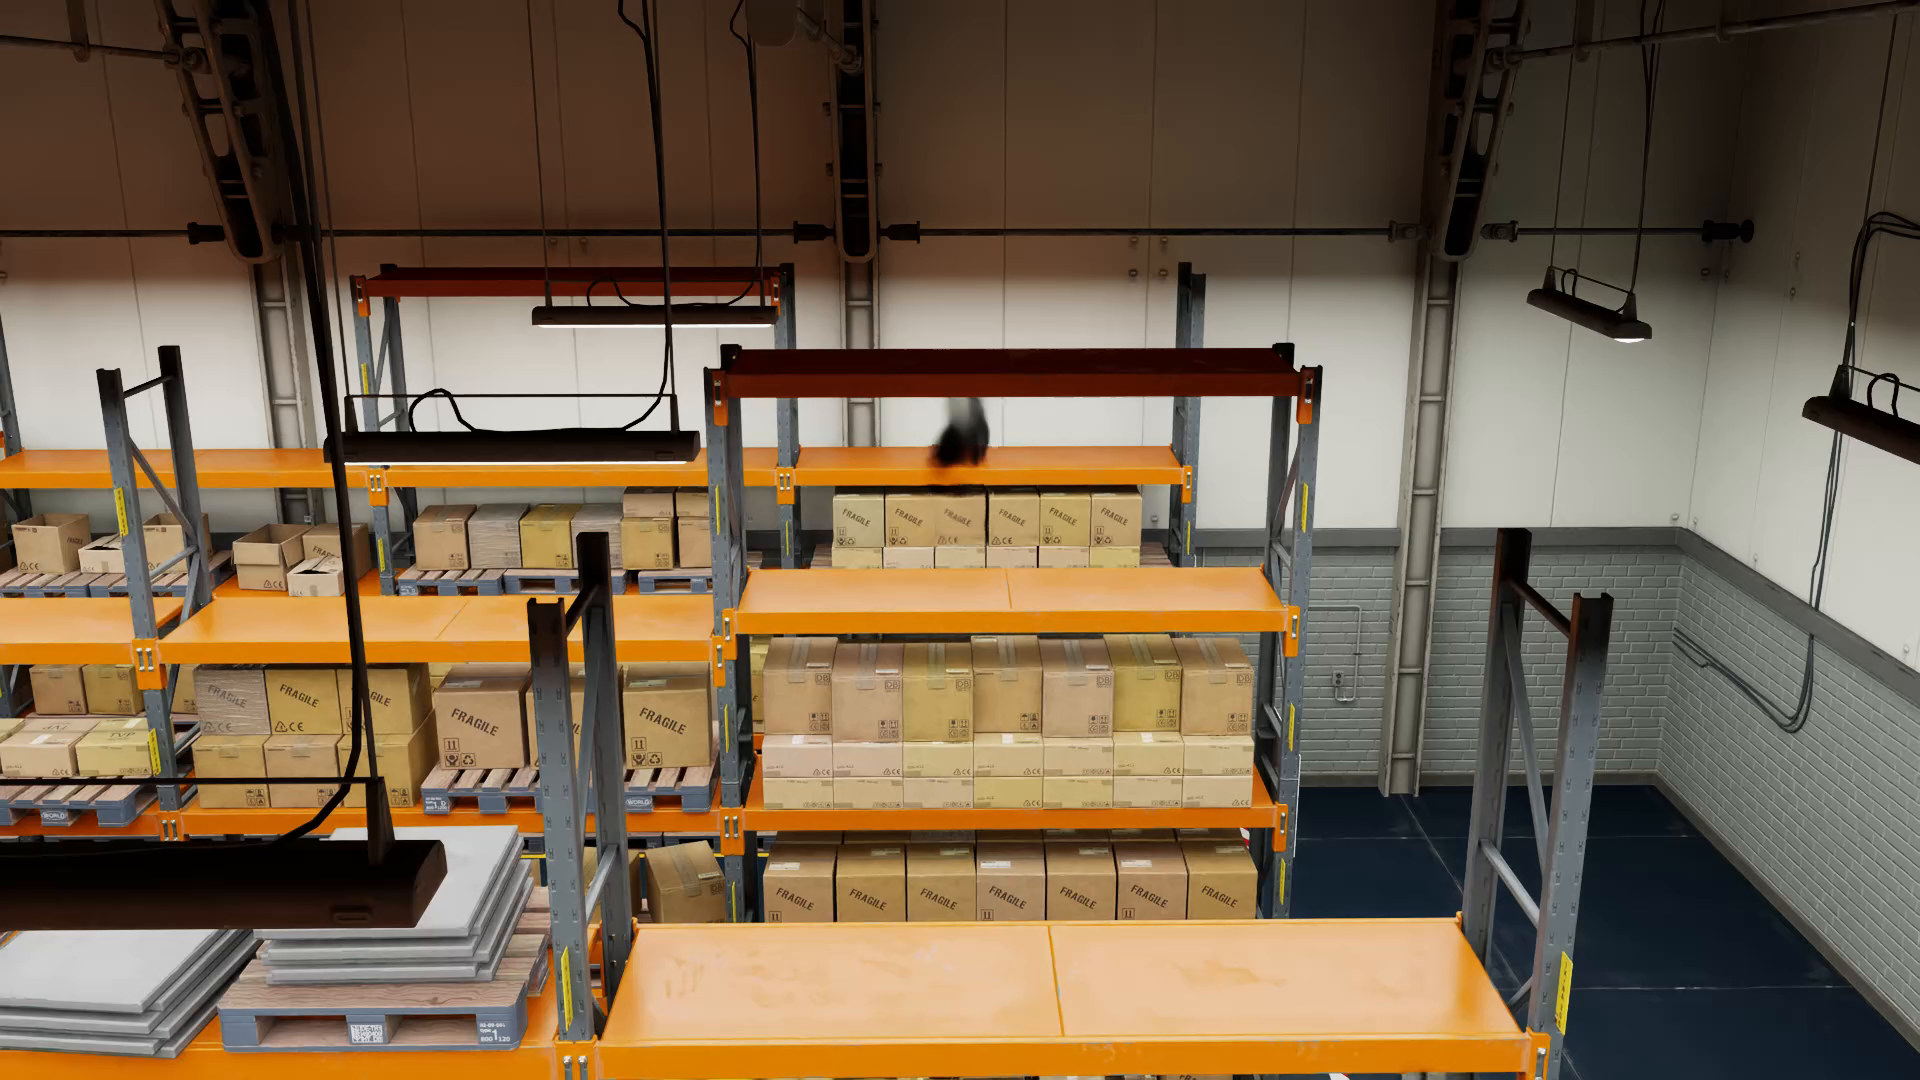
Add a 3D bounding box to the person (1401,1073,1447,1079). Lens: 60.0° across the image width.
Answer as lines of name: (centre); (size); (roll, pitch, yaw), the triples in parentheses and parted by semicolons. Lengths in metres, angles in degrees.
person: (3.572, 3.870, 12.367); (0.810, 1.692, 0.626); (-8, 18, -25)
